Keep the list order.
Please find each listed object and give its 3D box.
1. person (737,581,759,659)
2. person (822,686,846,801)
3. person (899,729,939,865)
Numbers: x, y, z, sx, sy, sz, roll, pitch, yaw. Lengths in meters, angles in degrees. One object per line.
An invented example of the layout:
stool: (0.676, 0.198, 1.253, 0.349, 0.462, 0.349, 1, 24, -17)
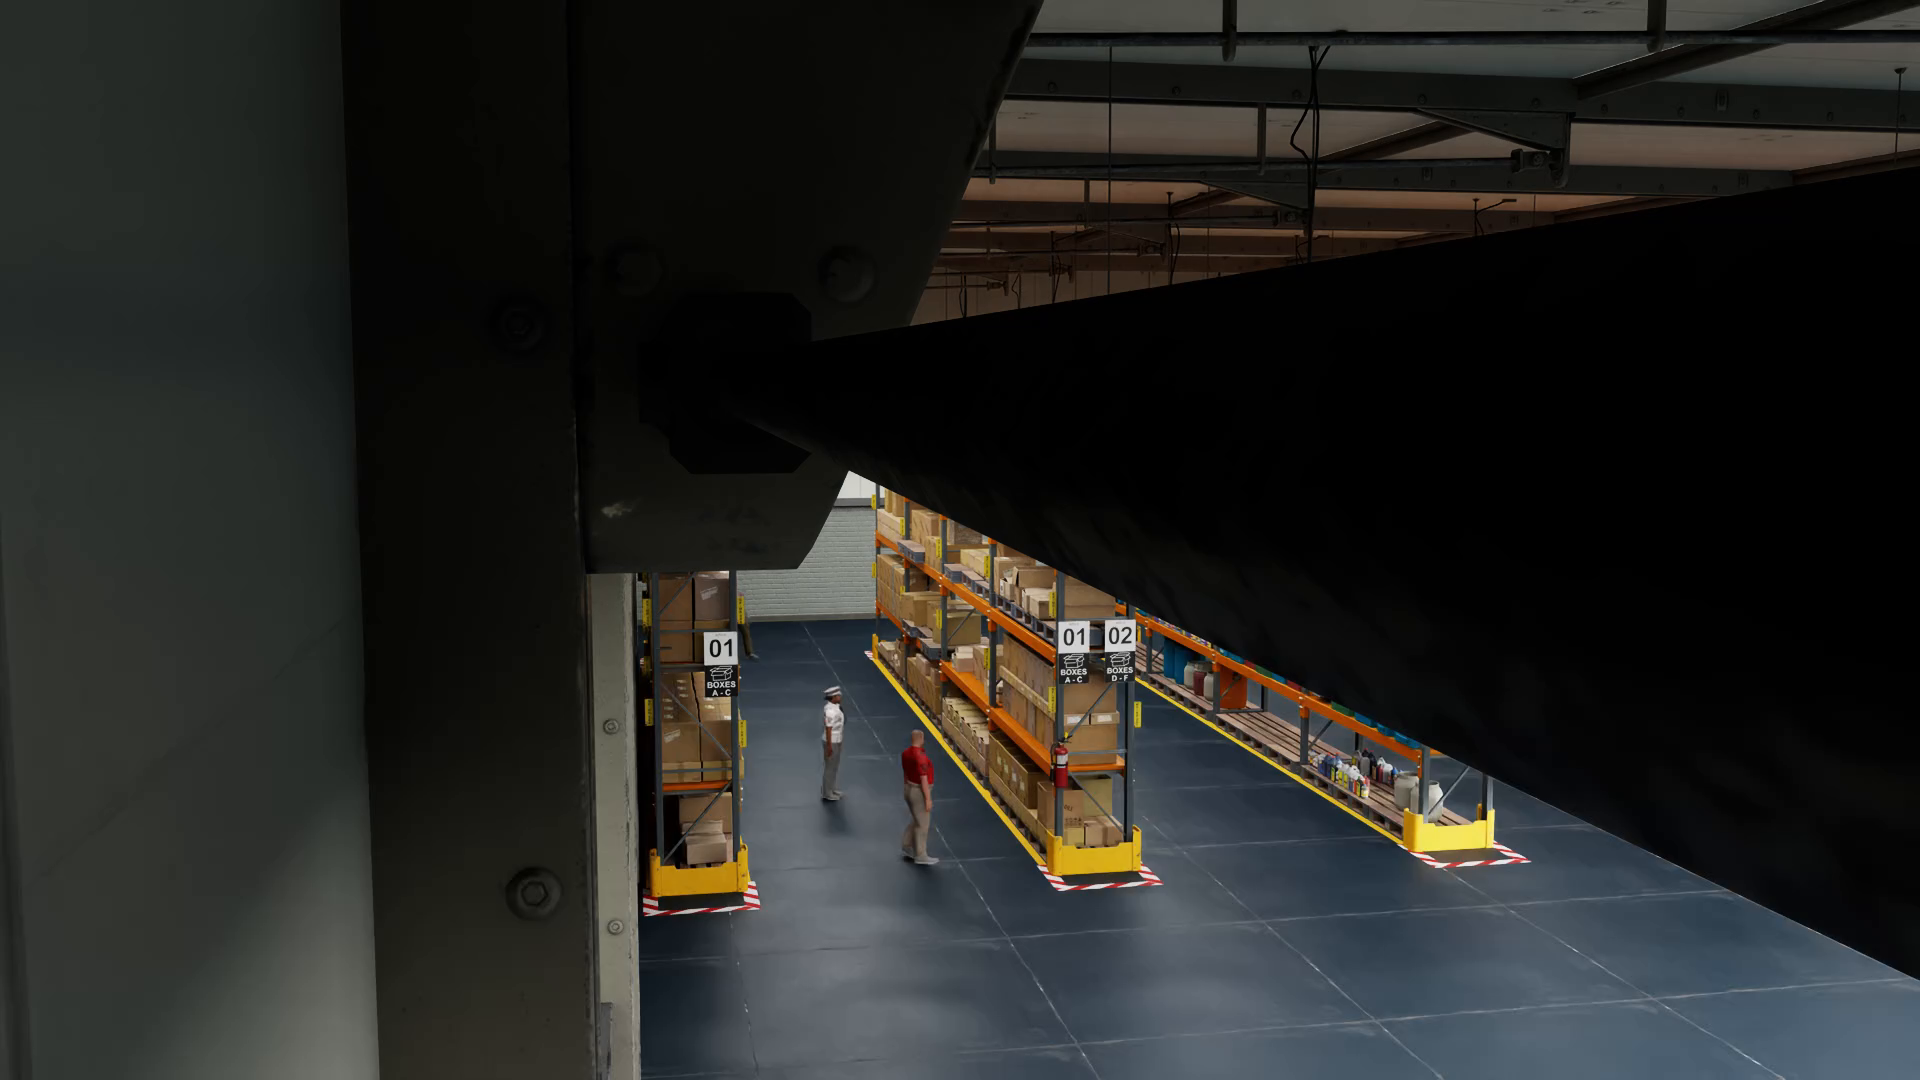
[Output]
person: (-4.841, 1.735, 36.261, 0.660, 1.712, 1.125, -4, 7, -36)
person: (-1.865, 2.982, 24.521, 0.346, 1.693, 0.562, 0, 6, 2)
person: (-0.509, 3.307, 21.367, 0.401, 1.774, 0.595, -3, 6, -24)
